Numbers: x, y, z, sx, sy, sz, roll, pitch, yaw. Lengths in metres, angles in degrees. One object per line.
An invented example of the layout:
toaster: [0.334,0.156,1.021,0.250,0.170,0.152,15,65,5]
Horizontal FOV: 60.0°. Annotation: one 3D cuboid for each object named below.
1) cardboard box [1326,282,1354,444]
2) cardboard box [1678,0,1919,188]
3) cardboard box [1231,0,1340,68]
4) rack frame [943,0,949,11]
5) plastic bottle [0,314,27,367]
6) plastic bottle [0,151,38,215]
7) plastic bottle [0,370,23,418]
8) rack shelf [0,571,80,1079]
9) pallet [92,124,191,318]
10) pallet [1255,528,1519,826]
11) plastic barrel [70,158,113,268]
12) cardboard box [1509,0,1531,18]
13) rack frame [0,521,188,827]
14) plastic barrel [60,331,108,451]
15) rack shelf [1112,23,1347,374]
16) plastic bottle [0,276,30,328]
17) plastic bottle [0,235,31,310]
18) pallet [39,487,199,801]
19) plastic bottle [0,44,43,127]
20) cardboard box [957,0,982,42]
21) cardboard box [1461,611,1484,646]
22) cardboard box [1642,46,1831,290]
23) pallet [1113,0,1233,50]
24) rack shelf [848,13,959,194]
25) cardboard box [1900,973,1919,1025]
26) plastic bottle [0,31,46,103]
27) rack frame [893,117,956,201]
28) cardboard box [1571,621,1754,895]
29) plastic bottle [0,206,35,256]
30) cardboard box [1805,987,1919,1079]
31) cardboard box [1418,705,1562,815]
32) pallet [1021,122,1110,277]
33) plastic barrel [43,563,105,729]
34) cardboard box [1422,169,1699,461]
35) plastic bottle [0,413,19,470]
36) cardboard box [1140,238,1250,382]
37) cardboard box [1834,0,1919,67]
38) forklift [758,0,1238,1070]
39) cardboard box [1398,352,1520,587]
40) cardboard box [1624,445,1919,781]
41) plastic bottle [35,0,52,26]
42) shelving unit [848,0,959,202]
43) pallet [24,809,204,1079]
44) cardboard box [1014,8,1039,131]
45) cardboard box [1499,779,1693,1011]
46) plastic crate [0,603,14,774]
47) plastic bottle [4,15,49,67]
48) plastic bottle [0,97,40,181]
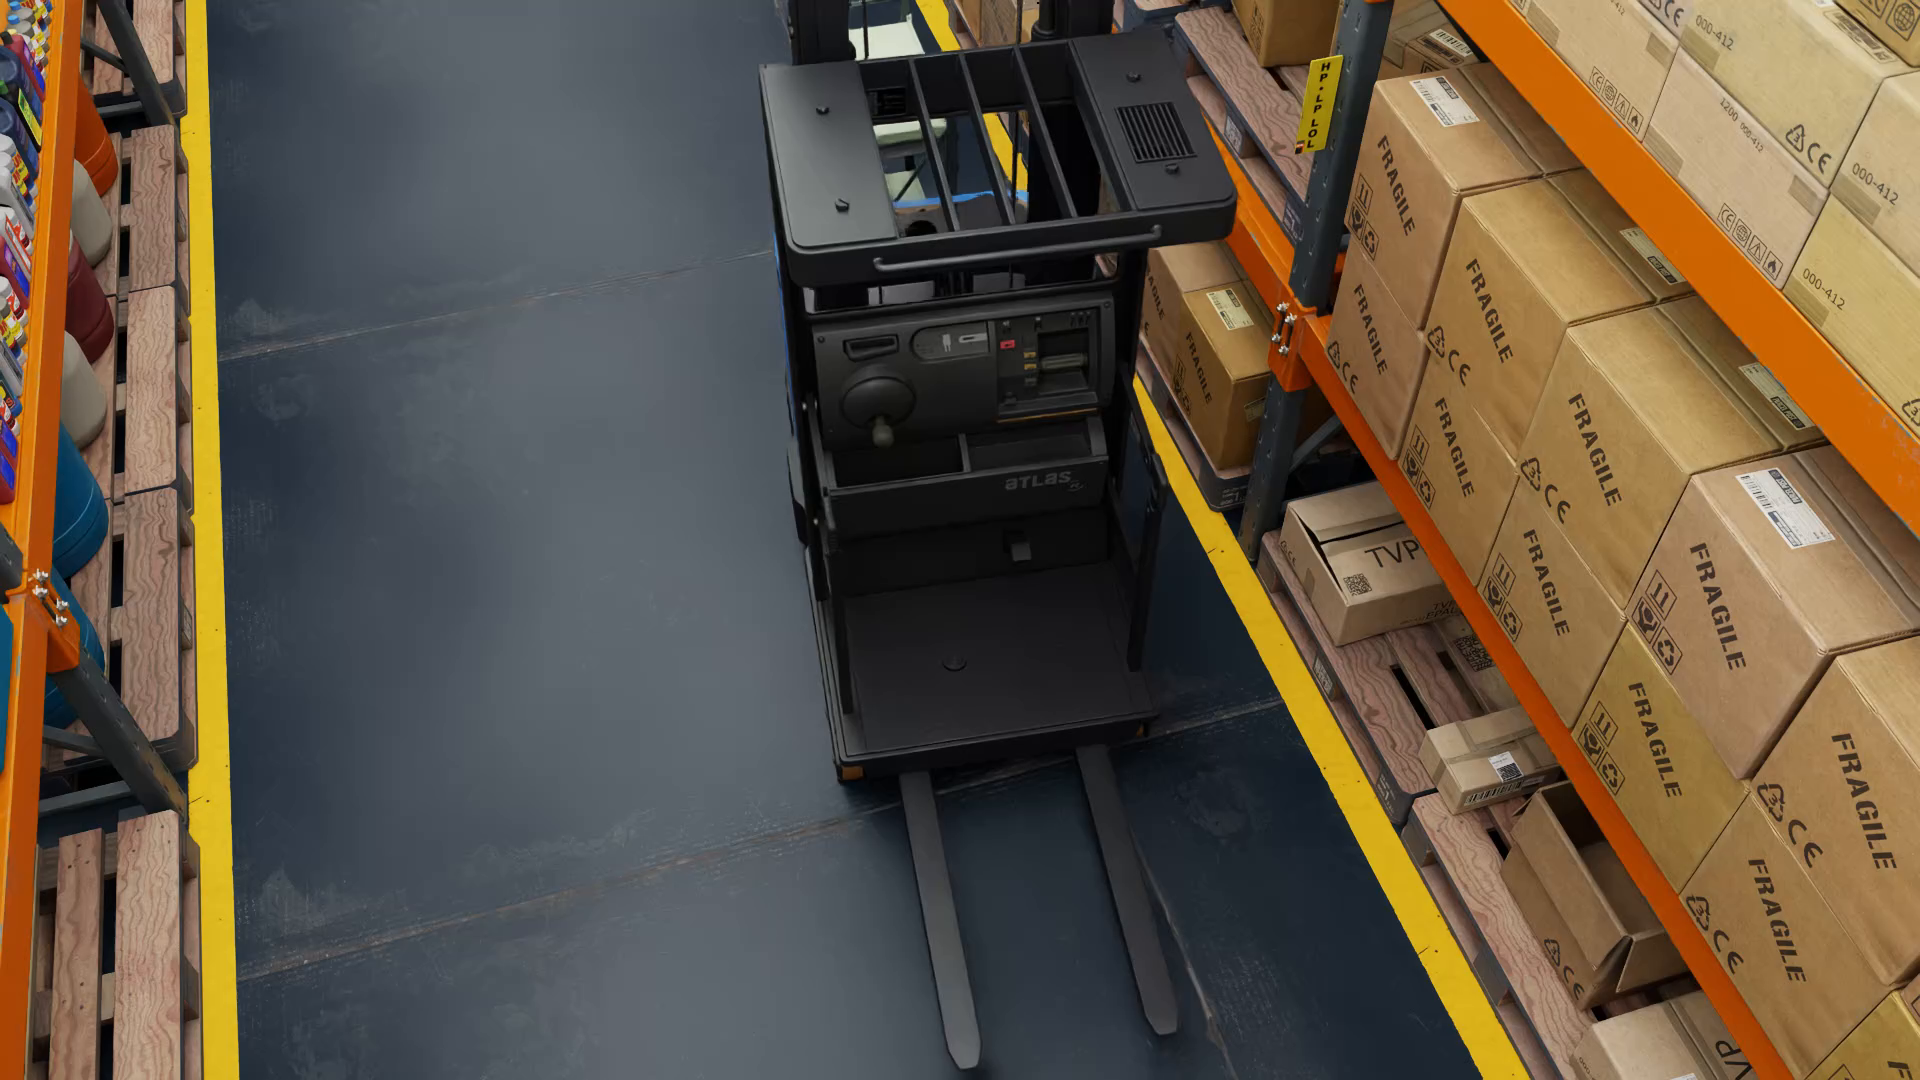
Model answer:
cardboard box: [1.674,-0.778,6.581,0.500,0.500,0.500,-15,52,-13]
cardboard box: [1.777,-0.969,3.204,0.500,0.250,0.500,-13,51,-11]
cardboard box: [1.394,-2.086,5.996,0.700,0.500,0.500,-6,50,-5]
rack frame: [0.401,-3.955,7.912,1.000,3.000,0.127,-13,51,-11]
plastic bottle: [-3.038,-0.657,5.216,0.097,0.271,0.097,0,50,0]
plastic bottle: [-3.272,-1.236,5.704,0.097,0.271,0.097,0,50,0]
plastic bottle: [-2.969,-0.488,5.073,0.097,0.271,0.097,0,50,0]
rack shelf: [-2.557,1.776,3.551,1.077,0.370,4.000,-13,51,-11]
pallet: [-4.059,-1.373,7.559,1.003,0.211,1.213,-13,51,-11]
pallet: [1.787,0.367,6.092,1.003,0.211,1.213,-13,51,-11]
plastic barrel: [-3.918,-1.426,7.132,0.421,0.512,0.421,0,50,0]
cardboard box: [1.492,-1.541,4.013,0.500,0.250,0.500,-13,51,-11]
rack frame: [-3.149,0.084,4.507,1.000,3.000,0.127,-13,51,-11]
plastic barrel: [-3.584,-0.601,6.437,0.421,0.512,0.421,0,50,0]
rack shelf: [0.993,-2.262,6.956,1.077,0.370,4.000,-13,51,-11]
plastic bottle: [-3.095,-0.777,5.363,0.097,0.201,0.097,0,50,0]
plastic bottle: [-3.112,-0.892,5.406,0.061,0.283,0.133,-13,51,-11]
pallet: [-3.337,0.410,6.056,1.003,0.211,1.213,-13,51,-11]
plastic bottle: [-3.459,-1.662,6.011,0.144,0.351,0.185,-13,51,-11]
cardboard box: [0.263,-2.894,8.365,0.500,0.500,0.500,-11,51,-9]
cardboard box: [2.024,-0.018,5.940,0.500,0.500,0.500,-13,51,-11]
cardboard box: [1.782,-0.809,3.396,0.500,0.250,0.500,-13,51,-11]
pallet: [0.981,-2.474,6.789,1.003,0.211,1.213,-13,51,-11]
rack shelf: [-0.301,-1.654,6.442,0.431,0.370,0.720,-11,51,-9]
cardboard box: [2.223,0.902,3.098,0.500,0.500,0.500,-12,51,-10]
plastic bottle: [-3.466,-1.766,6.143,0.061,0.283,0.133,-13,51,-11]
rack frame: [-0.210,-1.131,6.512,0.400,1.500,0.023,-11,51,-9]
cardboard box: [1.927,0.478,4.109,0.500,0.500,0.500,-14,51,-11]
plastic bottle: [-3.203,-1.044,5.587,0.097,0.201,0.097,0,50,0]
cardboard box: [2.218,1.212,3.491,0.500,0.500,0.500,-13,51,-11]
cardboard box: [1.767,0.723,5.534,0.380,0.166,0.250,-13,51,-11]
pallet: [0.943,-1.613,7.761,1.003,0.211,1.213,-13,51,-11]
plastic barrel: [-3.293,0.224,5.487,0.600,0.901,0.708,-13,51,-11]
cardboard box: [1.608,-0.604,4.367,0.500,0.500,0.500,-15,51,-12]
plastic bottle: [-2.889,-0.340,4.941,0.061,0.283,0.133,-13,51,-11]
cardboard box: [1.026,-1.028,6.792,0.500,0.500,0.500,-13,51,-11]
cardboard box: [1.931,-1.247,2.948,0.700,0.500,0.500,-13,51,-11]
forklift: [0.060,-0.415,4.973,1.130,2.935,3.031,-8,50,-6]
cardboard box: [1.629,-0.259,4.730,0.500,0.500,0.500,-13,51,-10]
cardboard box: [1.913,0.149,3.733,0.500,0.500,0.500,-12,51,-10]
plastic bottle: [-3.633,-2.104,6.482,0.097,0.201,0.097,0,50,0]
shelving unit: [-0.301,-1.402,6.741,0.431,1.500,0.755,-11,51,-9]
pallet: [-2.894,1.511,5.128,1.003,0.211,1.213,-13,51,-11]
cardboard box: [0.567,-2.145,7.734,0.500,0.500,0.500,-14,51,-11]
cardboard box: [2.145,1.000,5.079,0.797,0.503,0.637,-13,51,-11]
plastic crate: [-2.685,0.333,4.268,0.392,0.384,0.575,-13,51,-11]
plastic bottle: [-3.547,-1.891,6.302,0.097,0.201,0.097,0,50,0]
plastic bottle: [-3.365,-1.430,5.816,0.144,0.351,0.185,-13,51,-11]
